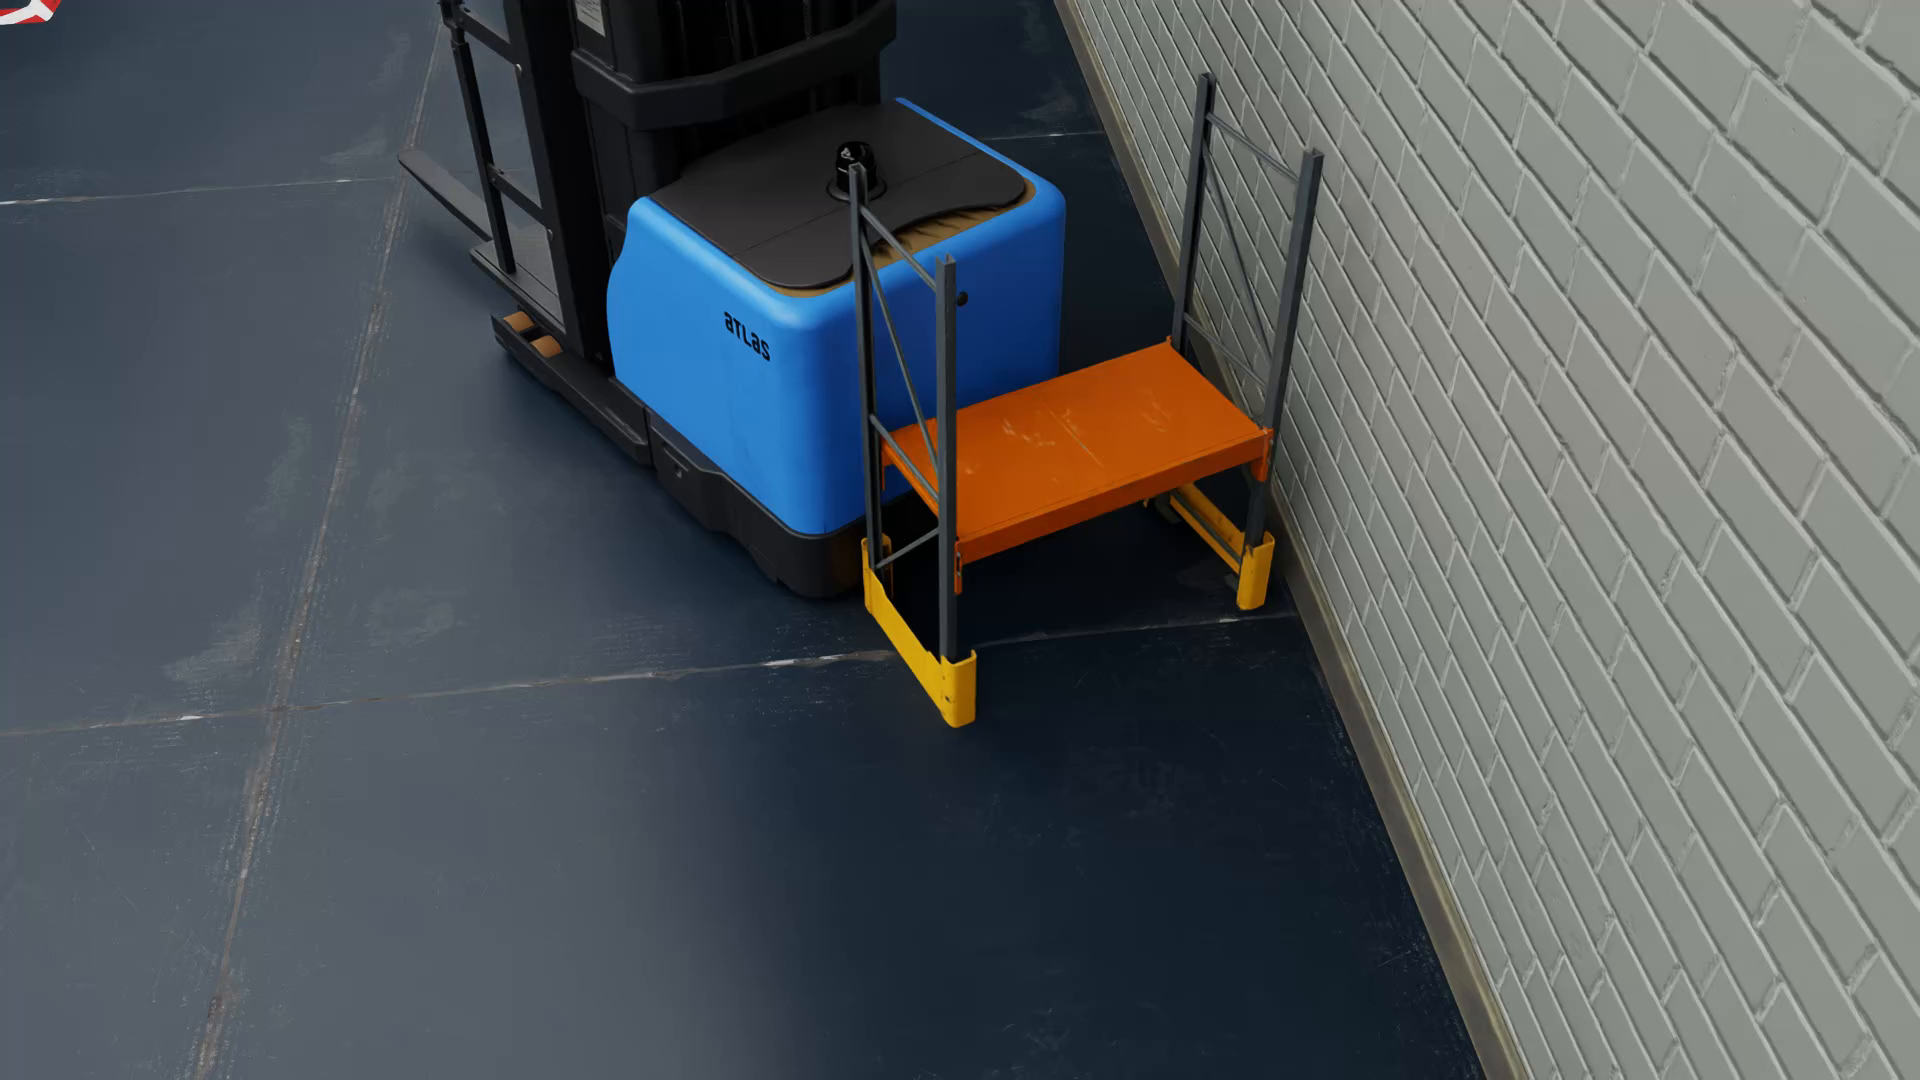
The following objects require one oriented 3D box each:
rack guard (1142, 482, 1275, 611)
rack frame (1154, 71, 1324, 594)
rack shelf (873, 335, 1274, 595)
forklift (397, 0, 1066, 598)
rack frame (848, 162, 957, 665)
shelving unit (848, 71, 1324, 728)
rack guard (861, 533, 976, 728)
[{"bbox_3d":[0.756,-0.061,5.131,0.087,0.250,0.587,-20,46,-20],"label":"rack guard"},{"bbox_3d":[0.758,-0.526,4.713,0.032,1.500,0.500,-20,46,-20],"label":"rack frame"},{"bbox_3d":[0.309,-0.232,4.656,1.000,0.185,0.538,-20,46,-20],"label":"rack shelf"},{"bbox_3d":[-1.012,-1.833,5.094,1.130,2.935,3.031,-30,50,-29],"label":"forklift"},{"bbox_3d":[-0.139,-0.205,4.357,0.032,1.500,0.500,-20,46,-20],"label":"rack frame"},{"bbox_3d":[0.317,-0.368,4.538,1.083,1.500,0.587,-20,46,-20],"label":"shelving unit"},{"bbox_3d":[-0.122,0.253,4.783,0.087,0.250,0.587,-20,46,-20],"label":"rack guard"}]
